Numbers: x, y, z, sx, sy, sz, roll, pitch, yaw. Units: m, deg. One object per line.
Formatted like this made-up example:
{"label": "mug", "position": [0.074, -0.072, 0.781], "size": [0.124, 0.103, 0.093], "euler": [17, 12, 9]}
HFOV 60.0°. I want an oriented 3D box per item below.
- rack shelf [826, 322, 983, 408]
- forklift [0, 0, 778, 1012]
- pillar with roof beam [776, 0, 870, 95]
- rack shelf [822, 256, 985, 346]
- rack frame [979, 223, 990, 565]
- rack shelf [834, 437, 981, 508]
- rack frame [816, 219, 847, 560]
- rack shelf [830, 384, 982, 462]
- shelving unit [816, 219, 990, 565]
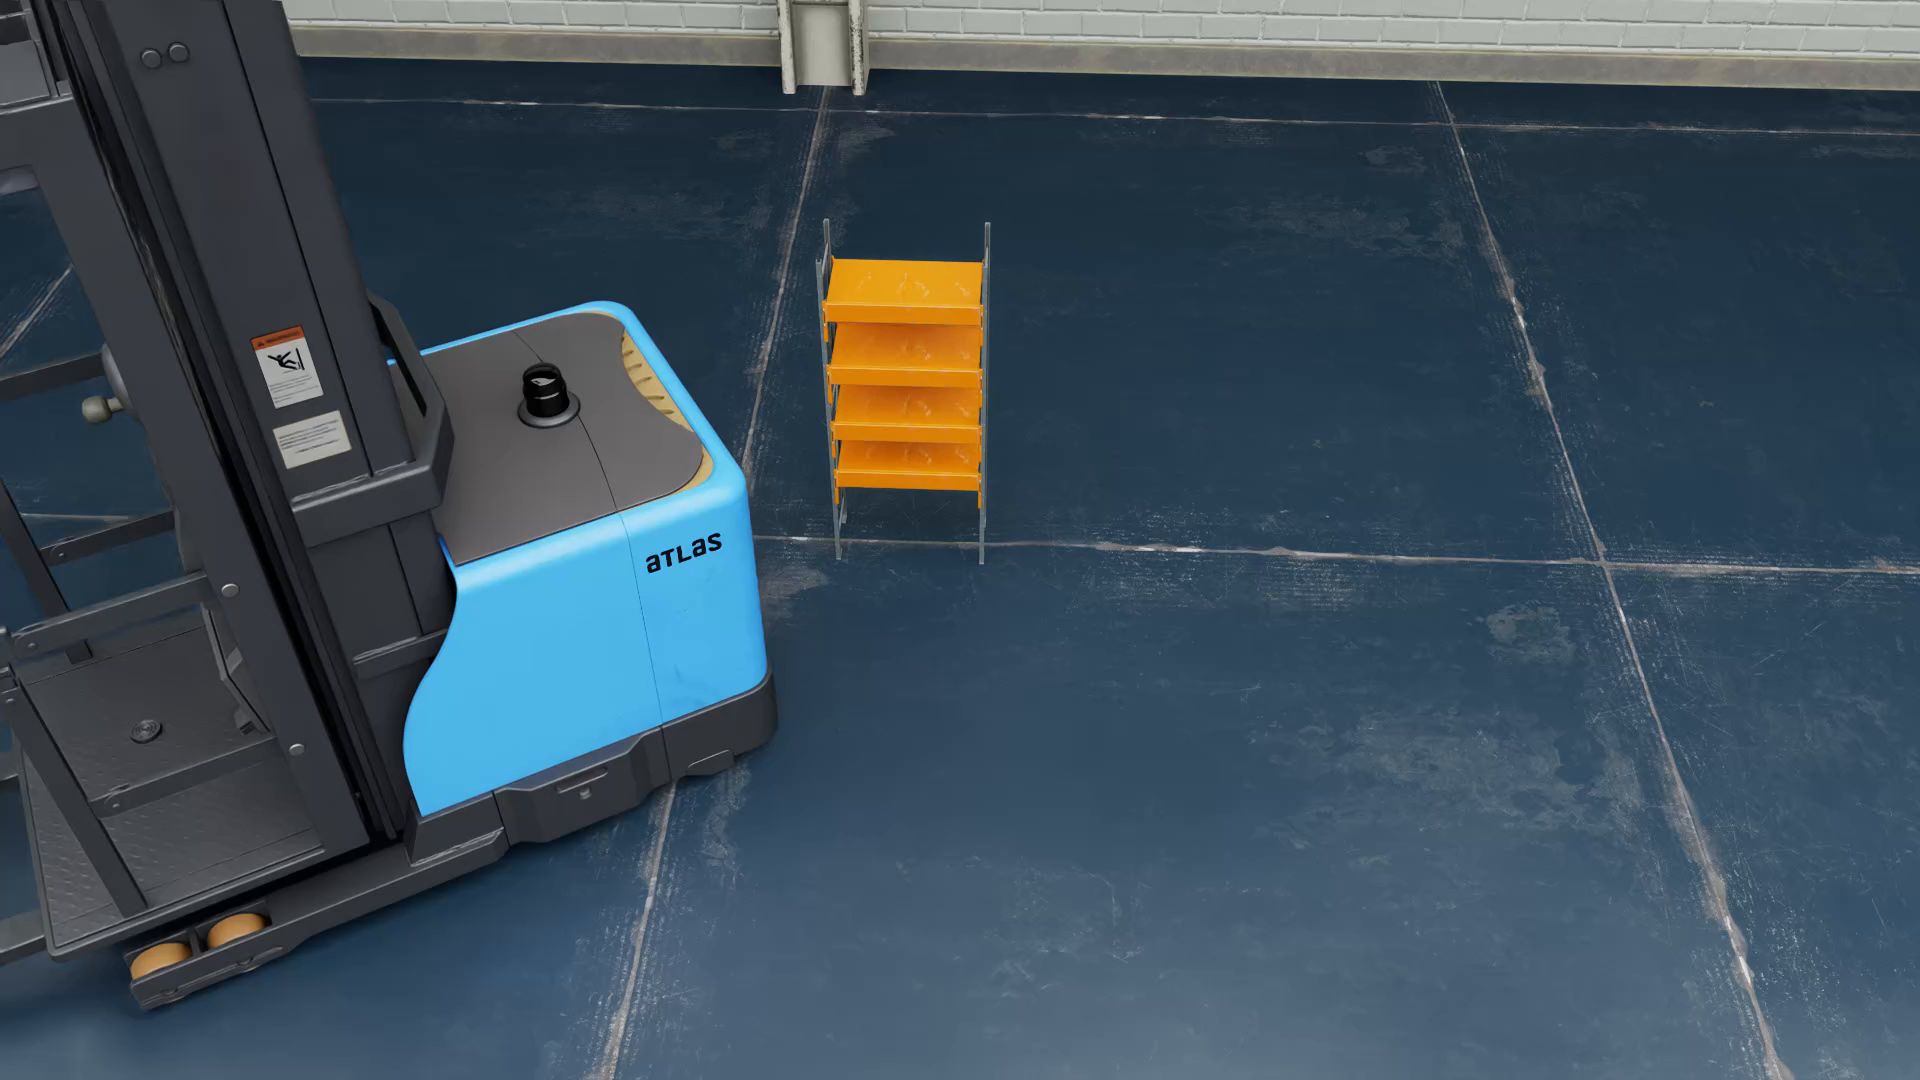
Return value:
{"label": "rack shelf", "position": [-0.165, -0.559, 5.240], "size": [0.480, 0.148, 0.258], "euler": [2, 43, 2]}
{"label": "forklift", "position": [-2.095, -0.255, 3.874], "size": [3.031, 2.935, 1.130], "euler": [-20, 47, -20]}
{"label": "pillar with roof beam", "position": [-0.849, -2.631, 1.972], "size": [0.400, 9.000, 9.100], "euler": [2, 43, 2]}
{"label": "rack shelf", "position": [-0.165, -0.732, 5.079], "size": [0.480, 0.148, 0.258], "euler": [2, 43, 2]}
{"label": "rack frame", "position": [0.078, -0.437, 5.338], "size": [0.015, 1.200, 0.240], "euler": [2, 43, 2]}
{"label": "rack shelf", "position": [-0.165, -0.250, 5.528], "size": [0.480, 0.148, 0.258], "euler": [2, 43, 2]}
{"label": "rack frame", "position": [-0.409, -0.452, 5.354], "size": [0.015, 1.200, 0.240], "euler": [2, 43, 2]}
{"label": "rack shelf", "position": [-0.165, -0.395, 5.392], "size": [0.480, 0.148, 0.258], "euler": [2, 43, 2]}
{"label": "shelving unit", "position": [-0.165, -0.444, 5.346], "size": [0.503, 1.200, 0.258], "euler": [2, 43, 2]}
